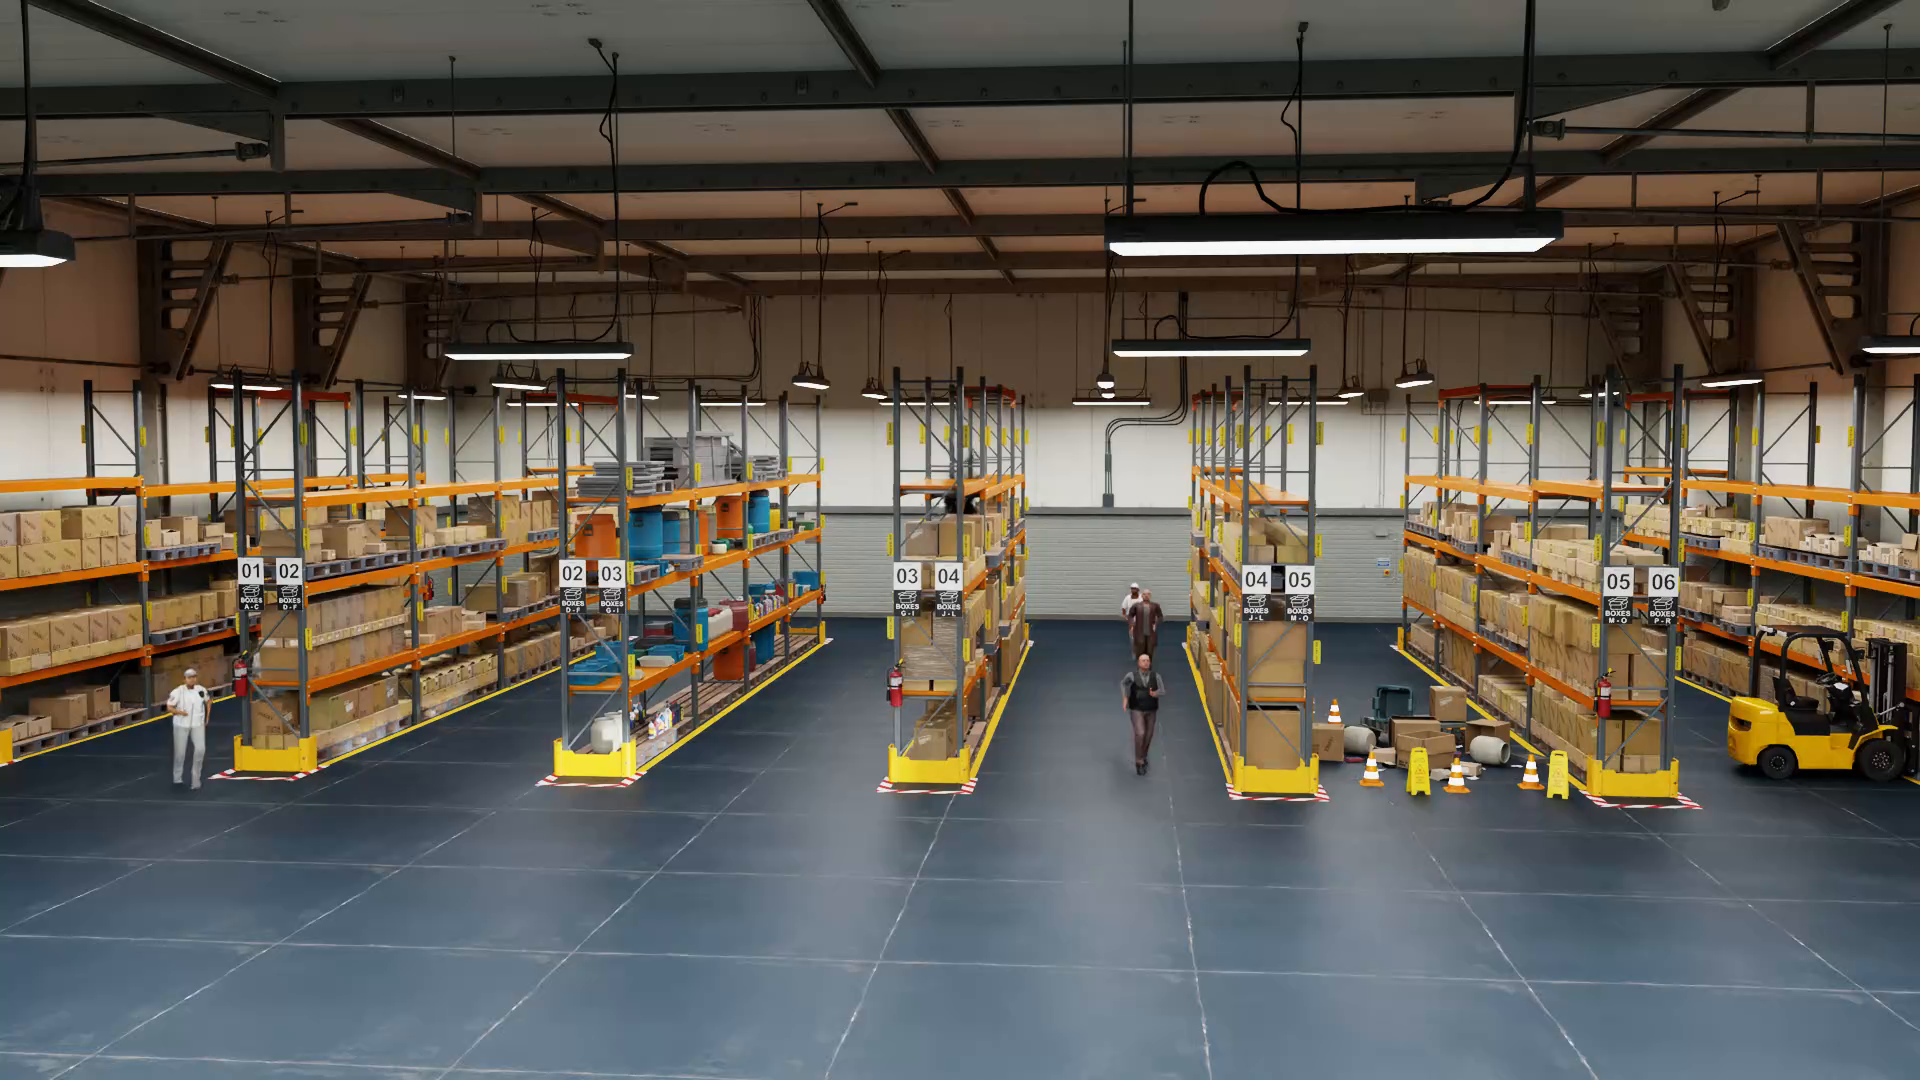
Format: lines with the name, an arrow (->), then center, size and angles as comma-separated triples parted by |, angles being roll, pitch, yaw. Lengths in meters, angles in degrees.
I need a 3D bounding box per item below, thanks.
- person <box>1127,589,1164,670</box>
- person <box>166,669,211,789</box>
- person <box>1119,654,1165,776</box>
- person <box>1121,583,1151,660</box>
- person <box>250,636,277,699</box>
person -> 3.630, 1.828, 32.505 | 0.710, 1.742, 0.637 | 0, 4, 1
person -> -11.021, 2.697, 23.815 | 0.618, 1.702, 0.627 | -2, 4, -32
person -> 2.741, 2.590, 24.861 | 0.629, 1.774, 0.769 | -1, 4, -10
person -> 3.970, 1.822, 37.446 | 0.684, 1.731, 0.663 | 1, 4, 16
person -> -11.640, 2.429, 27.943 | 0.596, 1.685, 0.614 | 0, 4, 1
